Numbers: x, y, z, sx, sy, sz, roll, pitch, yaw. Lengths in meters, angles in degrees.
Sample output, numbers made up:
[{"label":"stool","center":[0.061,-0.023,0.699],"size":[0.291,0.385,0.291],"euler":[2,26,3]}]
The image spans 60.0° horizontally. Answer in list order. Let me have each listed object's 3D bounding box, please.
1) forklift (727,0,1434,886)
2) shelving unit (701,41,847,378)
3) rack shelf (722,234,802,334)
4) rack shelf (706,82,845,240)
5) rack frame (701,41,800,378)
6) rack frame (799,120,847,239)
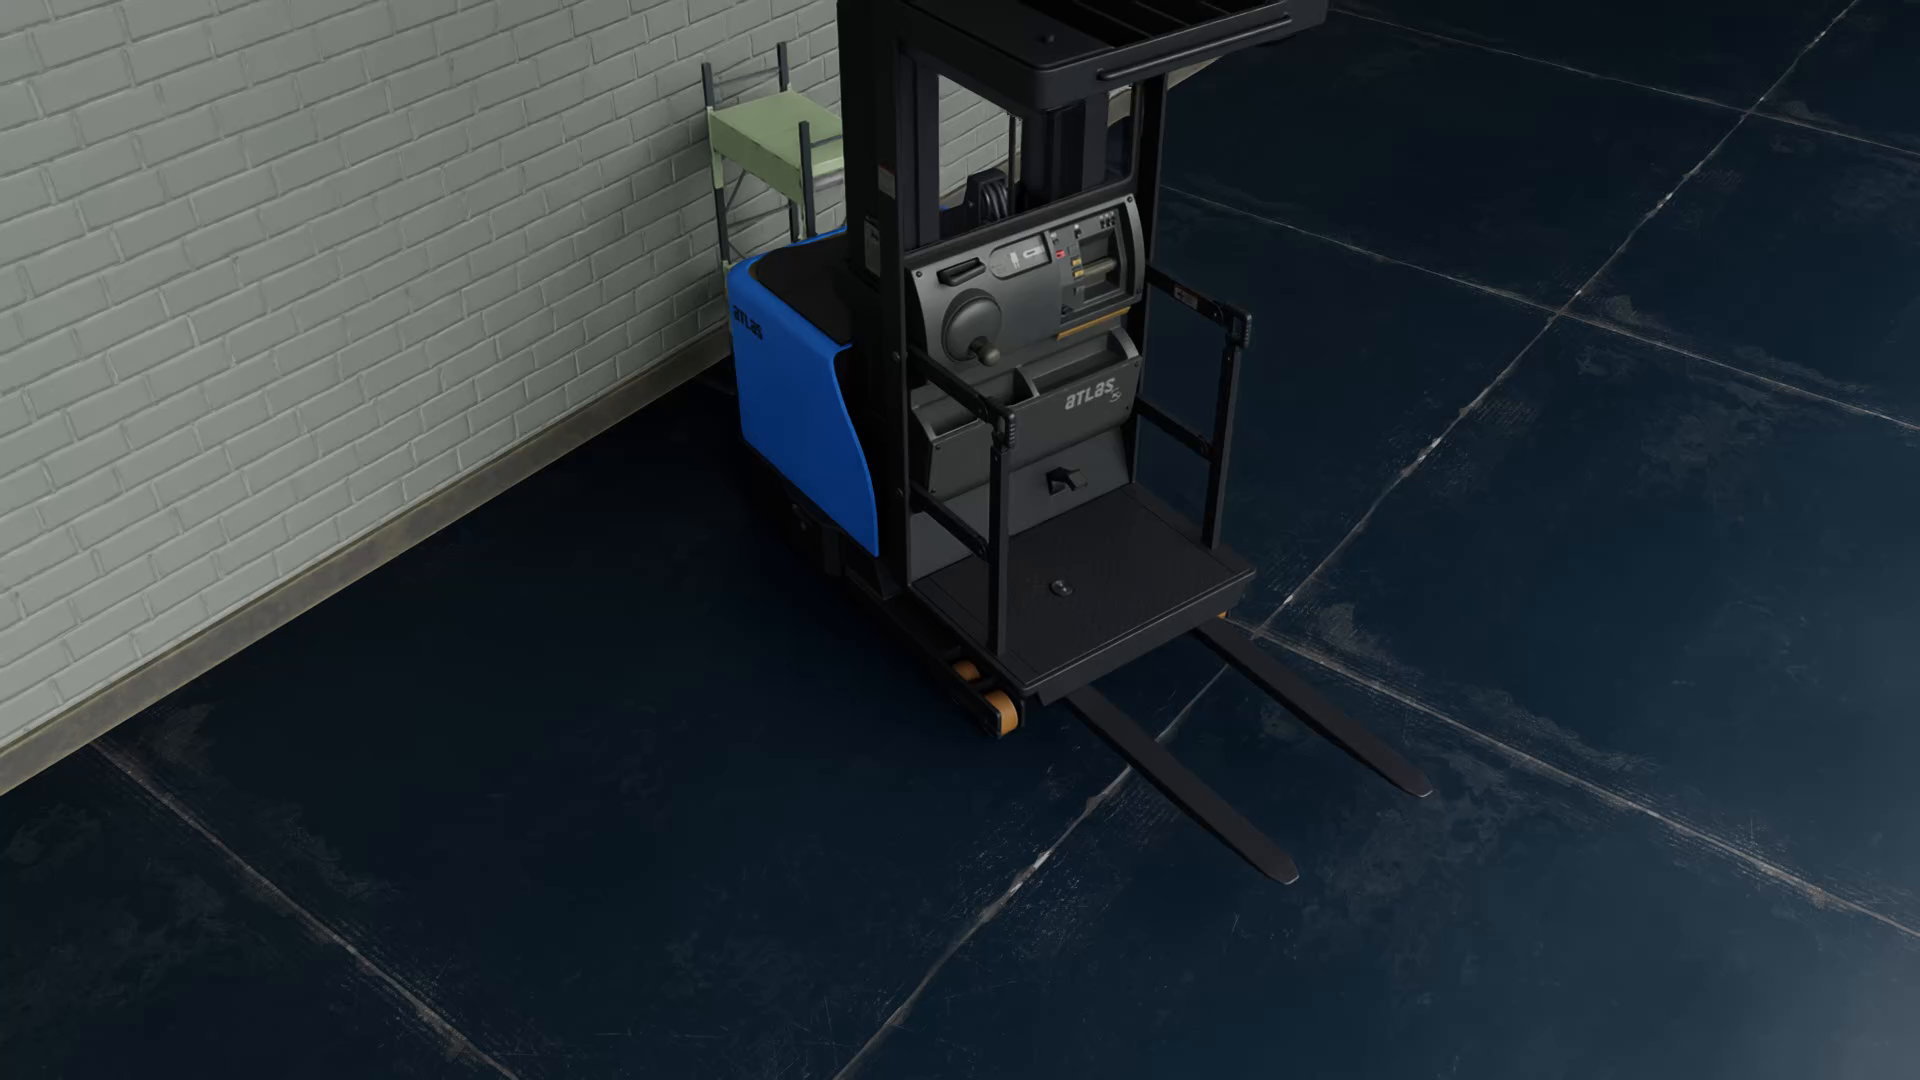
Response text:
[{"label":"forklift","center":[0.366,-0.804,5.400],"size":[1.130,2.935,3.031],"euler":[-24,44,-28]},{"label":"shelving unit","center":[-0.670,-1.248,7.124],"size":[0.431,1.500,0.755],"euler":[-25,44,-28]},{"label":"rack shelf","center":[-0.669,-0.991,7.324],"size":[0.431,0.370,0.720],"euler":[-25,44,-28]},{"label":"rack shelf","center":[-0.672,-1.556,6.885],"size":[0.431,0.370,0.720],"euler":[-25,44,-28]},{"label":"rack frame","center":[-0.892,-1.426,7.355],"size":[0.400,1.500,0.023],"euler":[-25,44,-28]},{"label":"rack frame","center":[-0.449,-1.070,6.894],"size":[0.400,1.500,0.023],"euler":[-25,44,-28]}]
